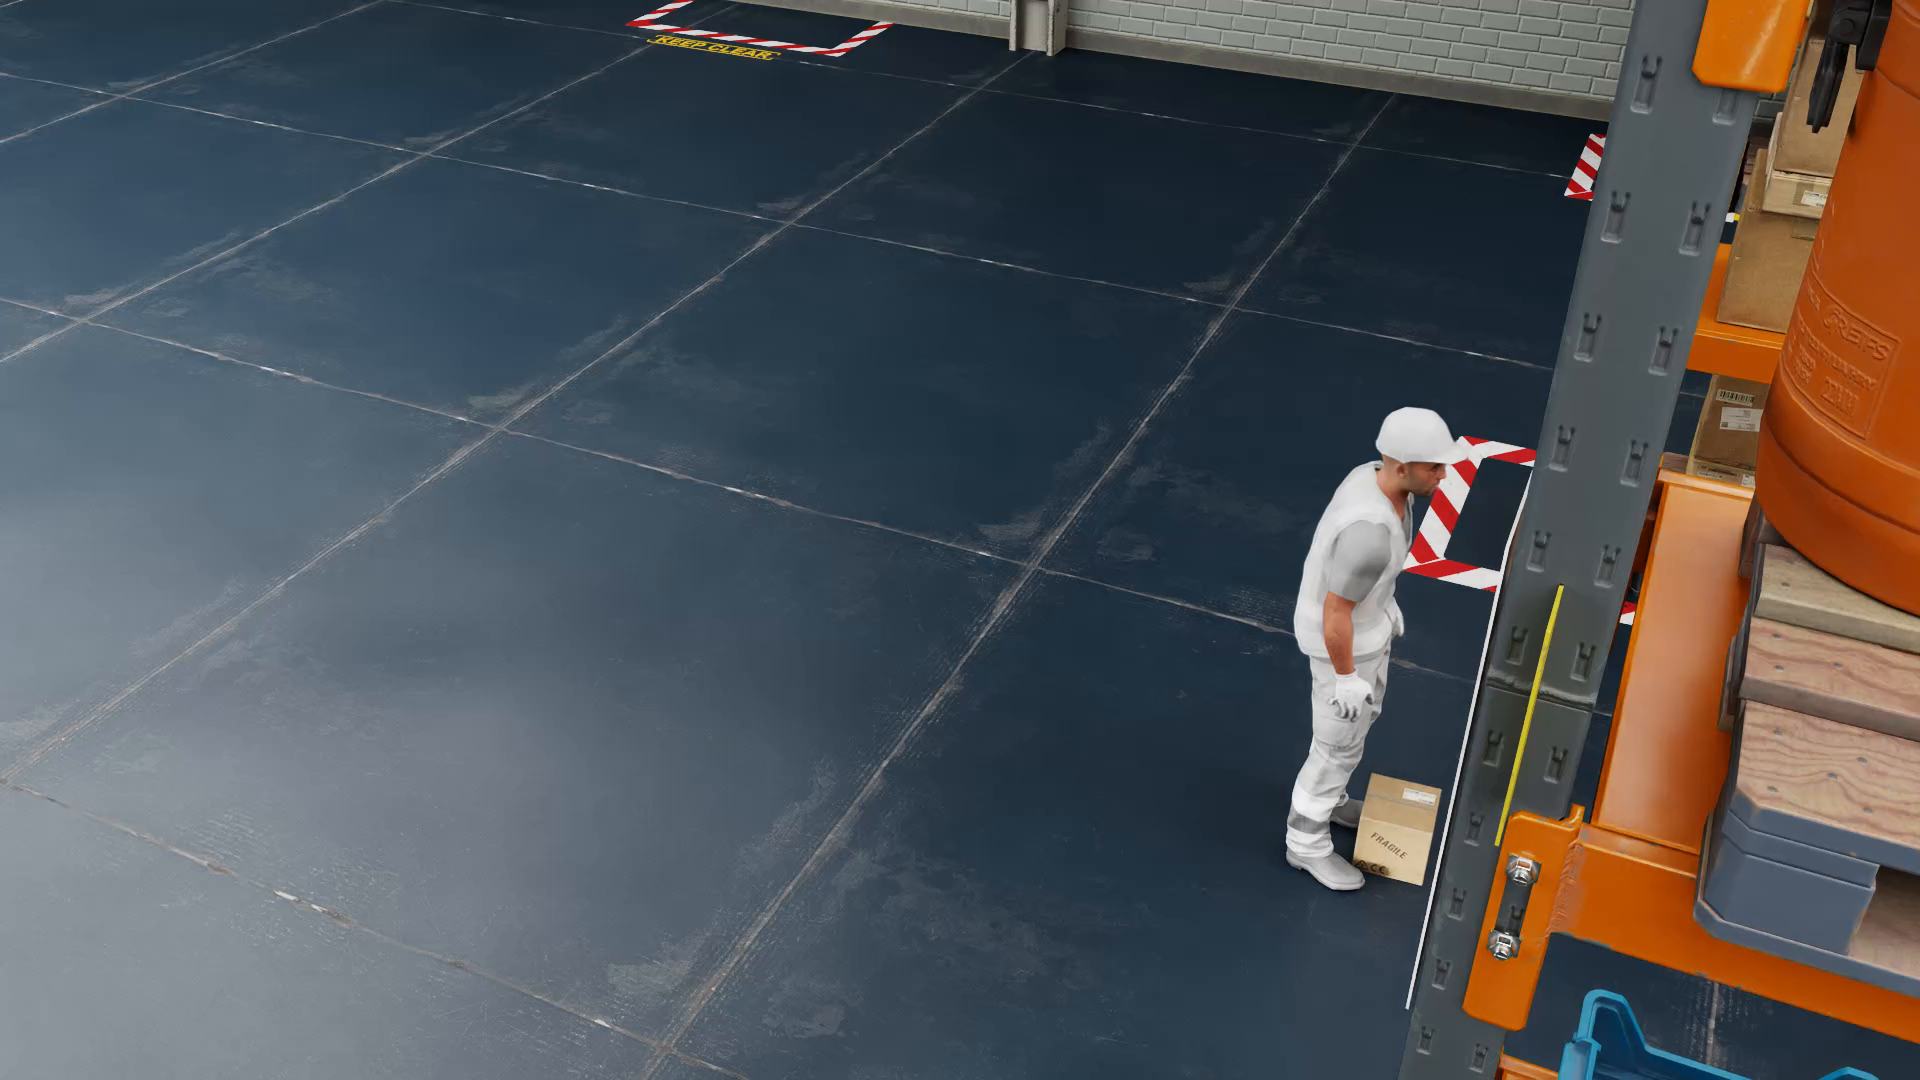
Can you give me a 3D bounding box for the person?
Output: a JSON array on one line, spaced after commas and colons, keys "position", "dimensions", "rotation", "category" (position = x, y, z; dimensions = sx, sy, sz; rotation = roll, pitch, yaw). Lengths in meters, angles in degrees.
[{"position": [1.354, 0.343, 5.605], "dimensions": [0.448, 1.780, 0.608], "rotation": [14, 36, 21], "category": "person"}]
